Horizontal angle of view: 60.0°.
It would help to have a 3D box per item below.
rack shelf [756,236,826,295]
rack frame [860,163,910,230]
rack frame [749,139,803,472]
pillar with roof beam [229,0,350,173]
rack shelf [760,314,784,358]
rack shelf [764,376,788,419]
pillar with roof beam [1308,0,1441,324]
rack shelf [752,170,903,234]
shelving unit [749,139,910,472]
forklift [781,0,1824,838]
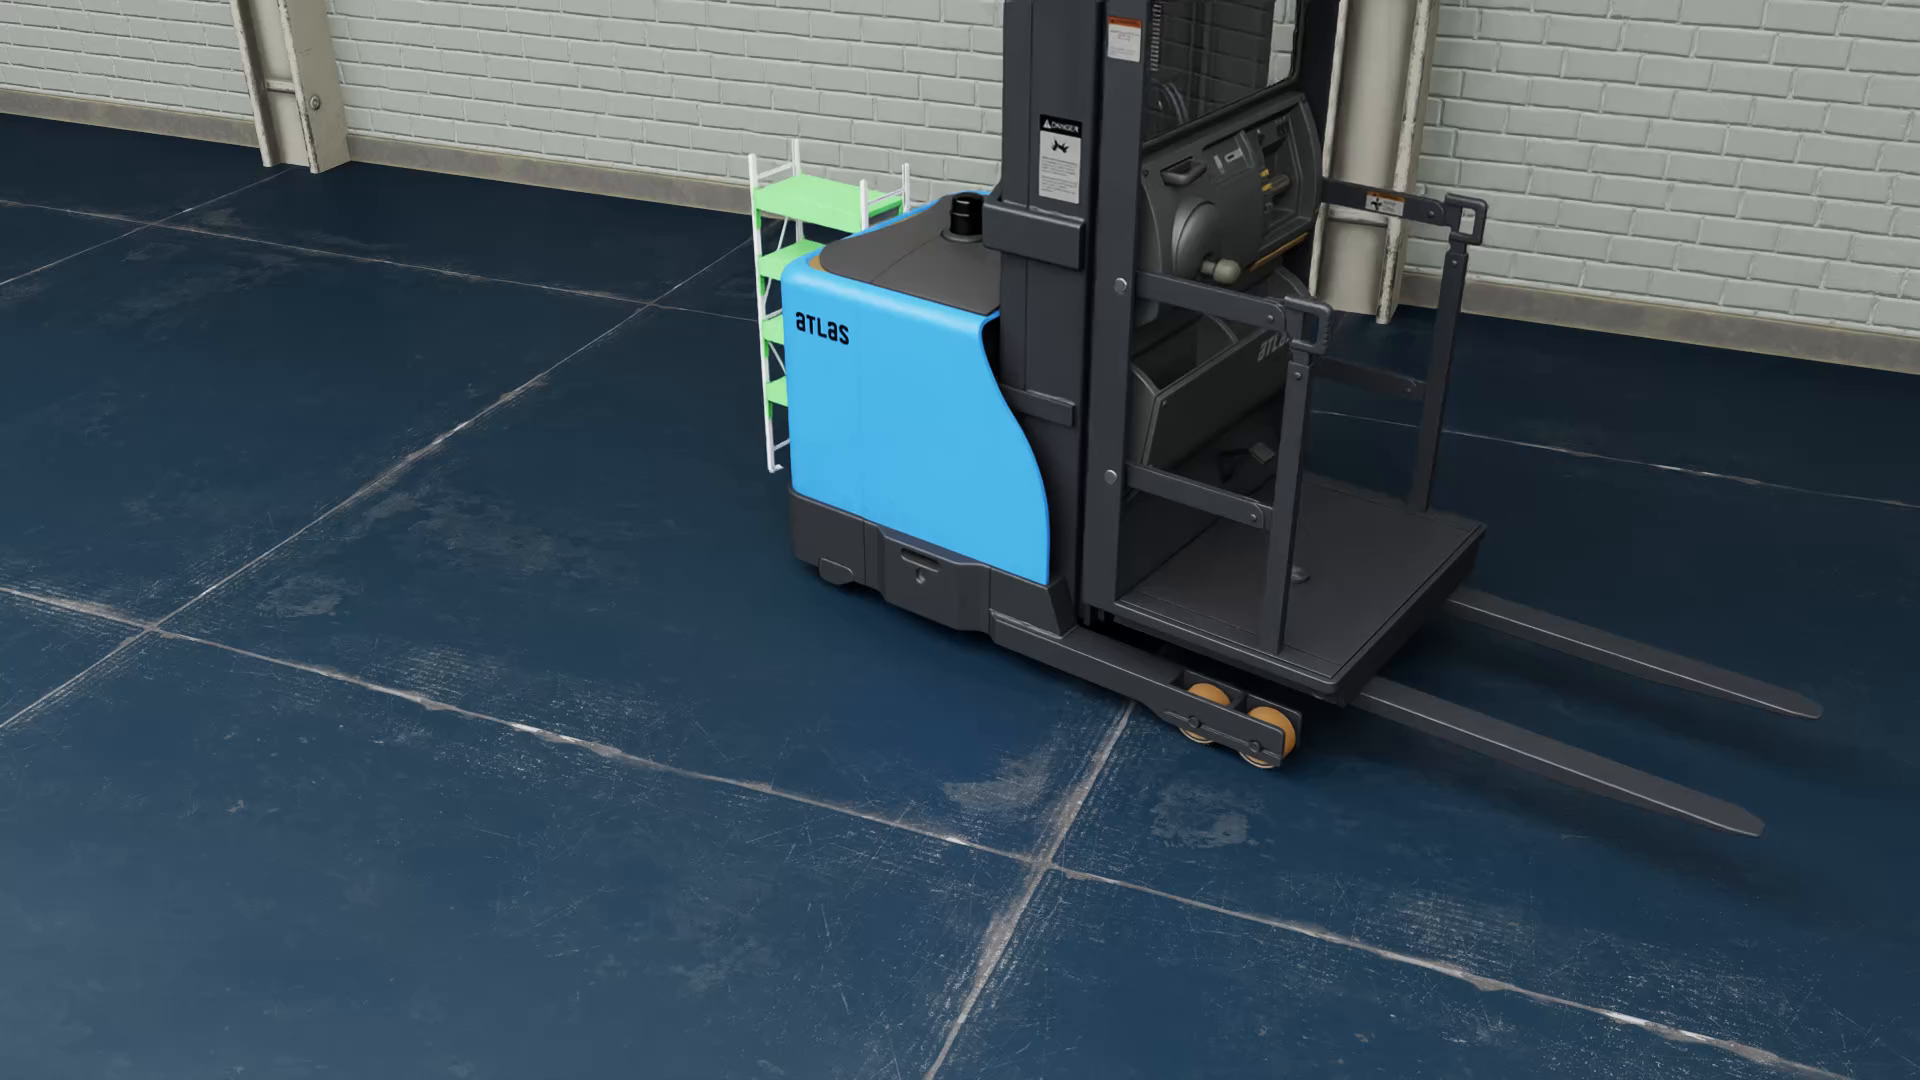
[{"bbox_3d":[-0.441,-0.906,5.775,0.480,0.148,0.258,20,35,31],"label":"rack shelf"},{"bbox_3d":[-0.245,-0.681,5.735,0.015,1.200,0.240,20,35,31],"label":"rack frame"},{"bbox_3d":[-0.637,-0.824,5.988,0.015,1.200,0.240,20,35,31],"label":"rack frame"},{"bbox_3d":[-5.384,-4.138,3.926,0.400,9.000,9.100,11,31,19],"label":"pillar with roof beam"},{"bbox_3d":[-0.441,-0.697,5.893,0.480,0.148,0.258,20,35,31],"label":"rack shelf"},{"bbox_3d":[-0.441,-0.488,6.011,0.480,0.148,0.258,20,35,31],"label":"rack shelf"},{"bbox_3d":[0.176,-3.028,1.963,0.400,9.000,9.100,11,31,19],"label":"pillar with roof beam"},{"bbox_3d":[-0.441,-1.115,5.657,0.480,0.148,0.258,20,35,31],"label":"rack shelf"},{"bbox_3d":[-0.441,-0.752,5.862,0.503,1.200,0.258,20,35,31],"label":"shelving unit"},{"bbox_3d":[0.921,-0.939,4.433,3.031,2.935,1.130,20,35,31],"label":"forklift"}]
